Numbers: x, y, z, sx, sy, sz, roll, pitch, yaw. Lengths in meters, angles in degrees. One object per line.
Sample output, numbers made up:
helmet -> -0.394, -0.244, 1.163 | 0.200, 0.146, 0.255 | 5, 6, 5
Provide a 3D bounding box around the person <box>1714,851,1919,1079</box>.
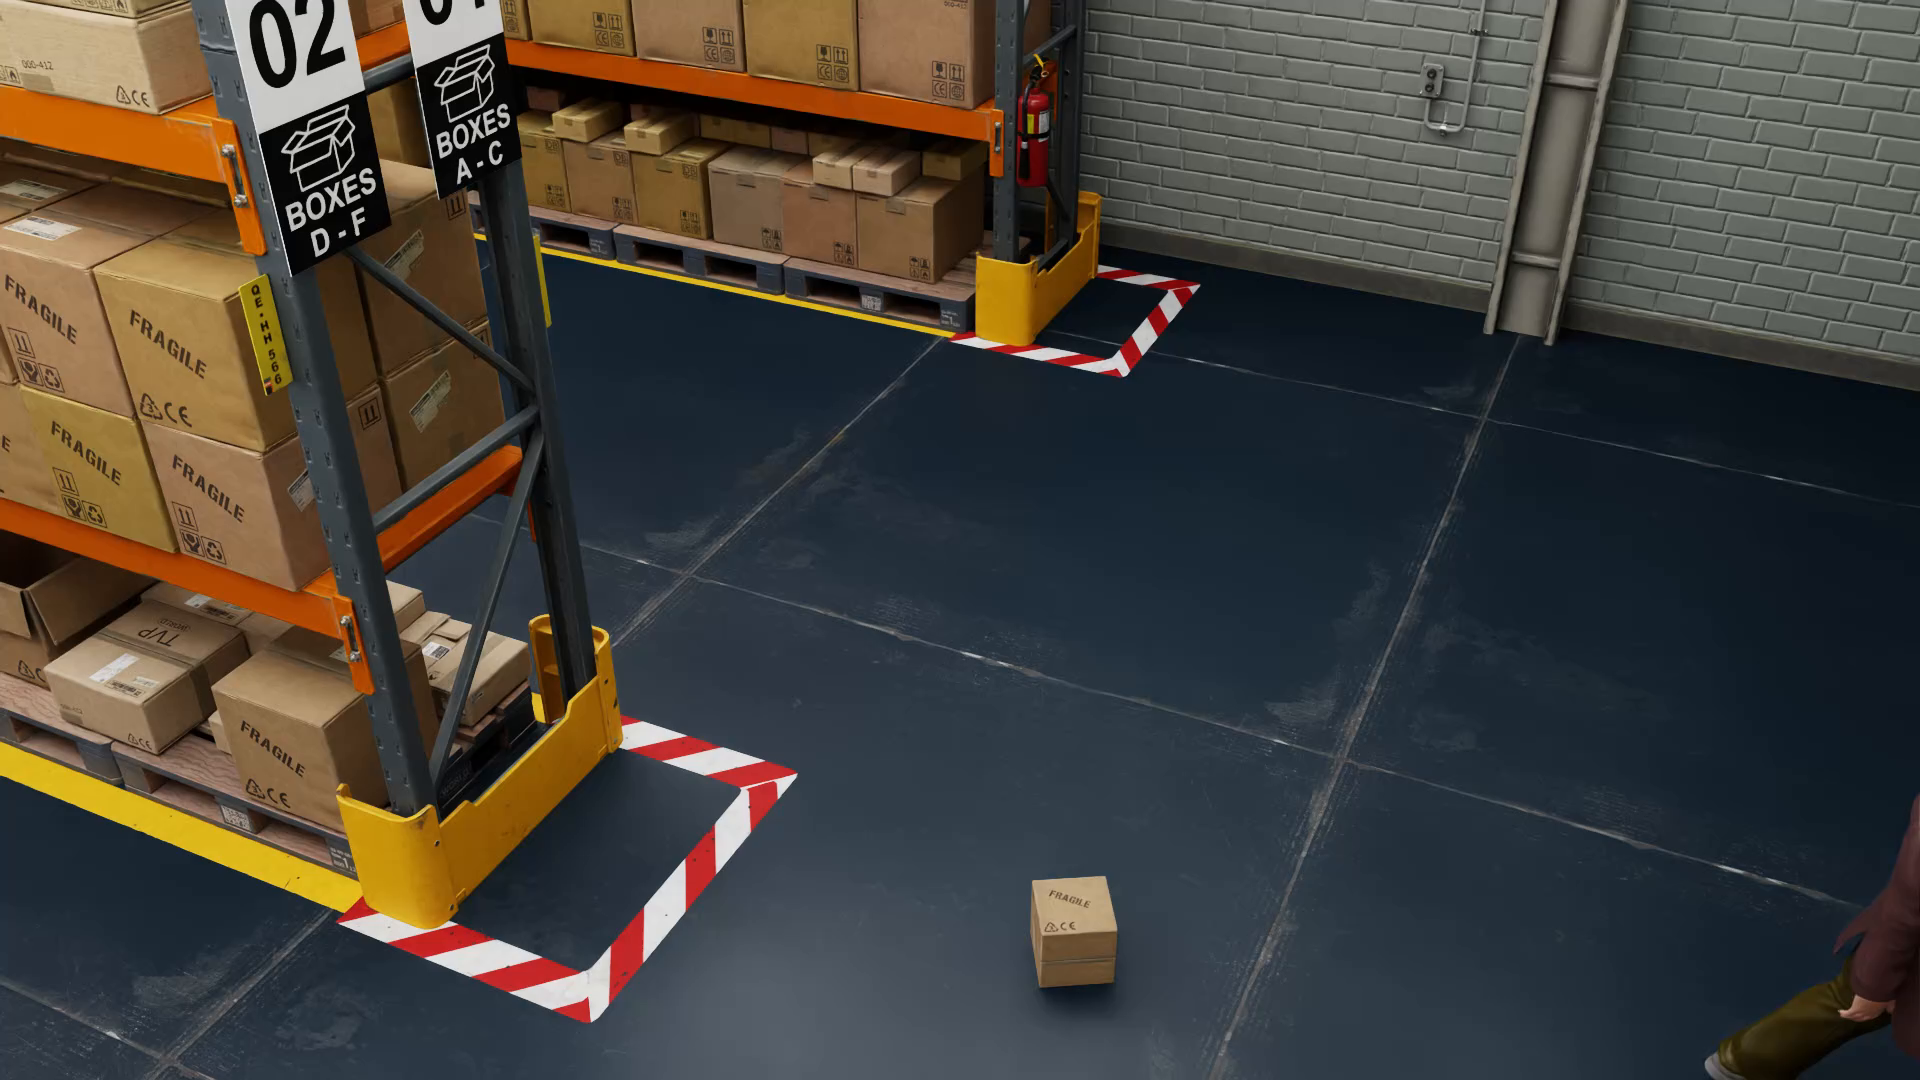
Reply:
person -> 2.723, 1.121, 4.452 | 0.992, 1.738, 0.579 | 17, 37, 23
